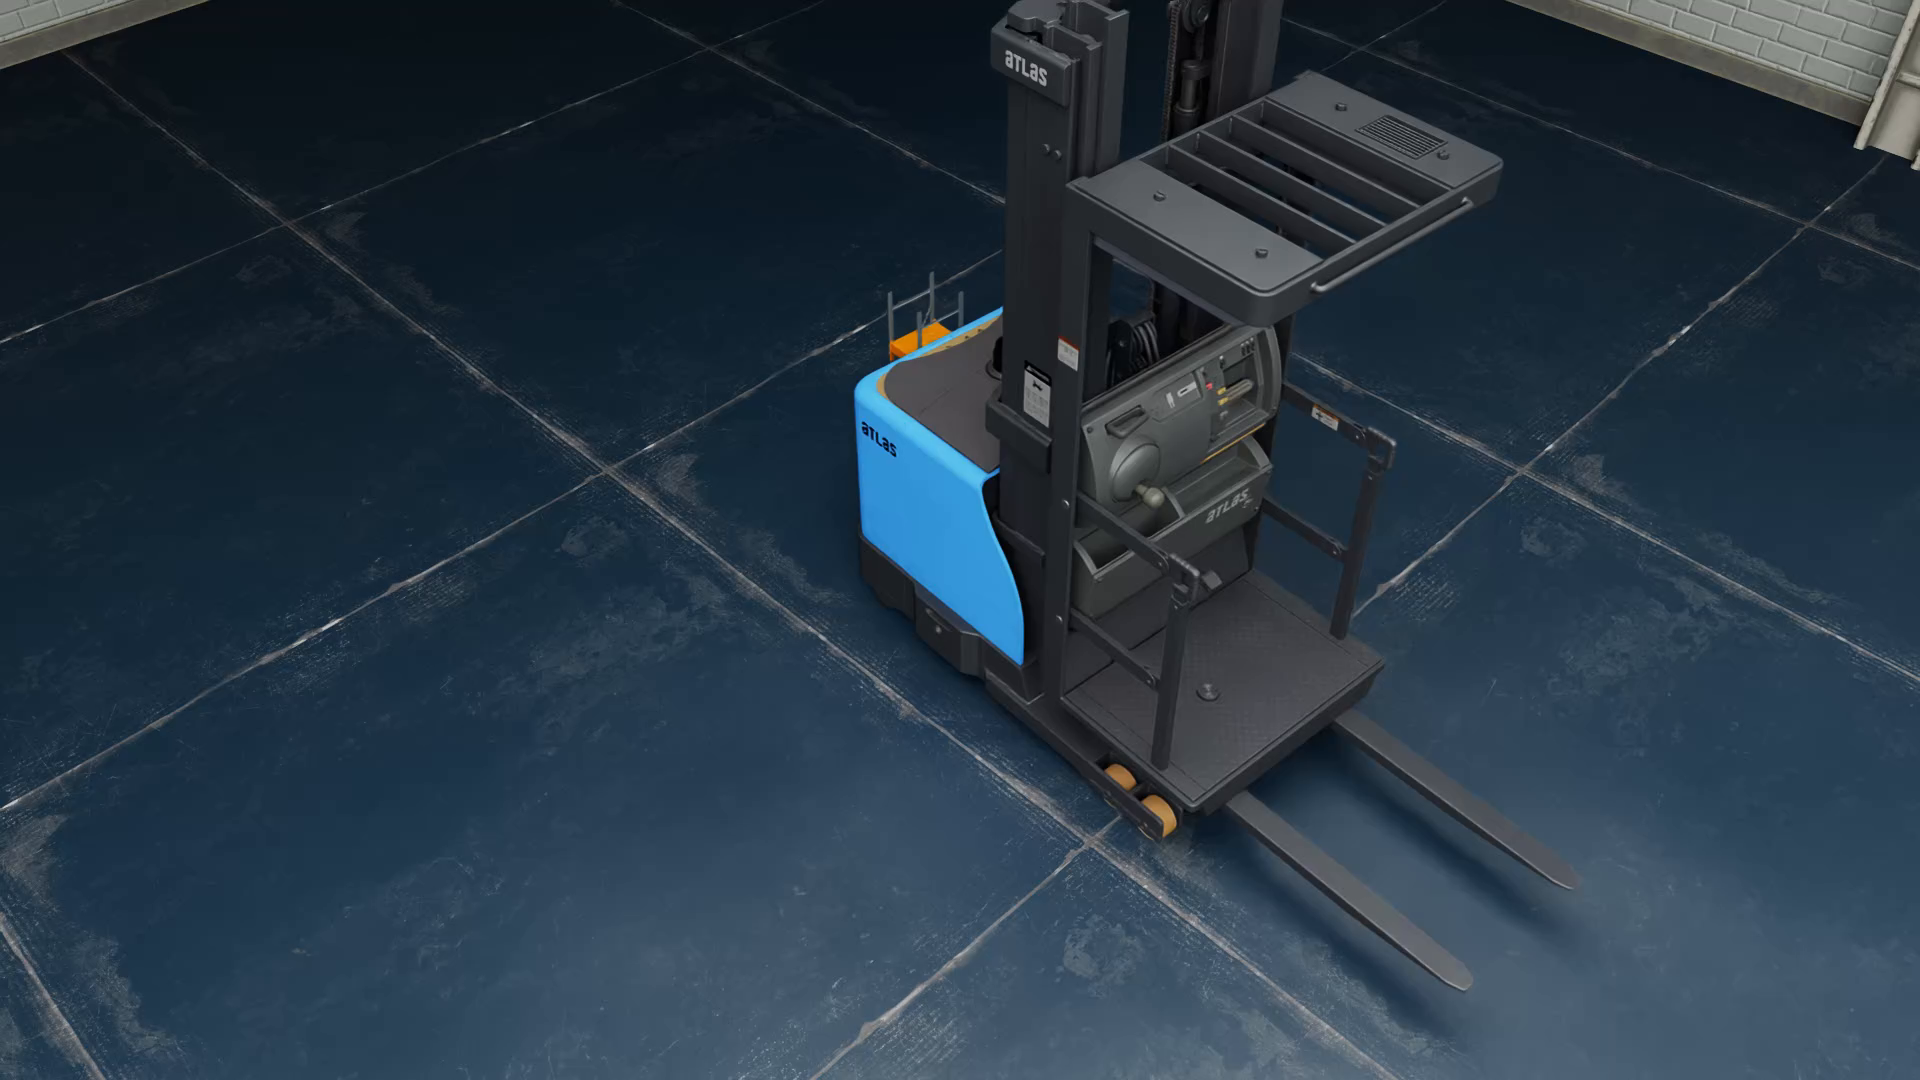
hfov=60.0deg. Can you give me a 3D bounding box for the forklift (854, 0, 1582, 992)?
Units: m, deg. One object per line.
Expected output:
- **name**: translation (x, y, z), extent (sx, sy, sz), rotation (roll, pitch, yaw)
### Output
- **forklift**: translation (0.914, -0.359, 5.597), extent (1.130, 2.935, 3.031), rotation (-30, 51, -29)

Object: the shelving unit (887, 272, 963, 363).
- **shelving unit**: translation (-0.139, -0.554, 7.083), extent (0.258, 1.200, 0.189), rotation (-30, 51, -29)

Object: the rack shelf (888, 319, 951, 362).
- **rack shelf**: translation (-0.139, -0.786, 6.869), extent (0.258, 0.103, 0.180), rotation (-30, 51, -29)

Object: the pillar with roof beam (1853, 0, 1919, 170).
- **pillar with roof beam**: translation (2.516, -3.563, 4.593), extent (9.100, 9.000, 0.400), rotation (-34, 53, -31)

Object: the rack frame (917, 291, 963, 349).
- **rack frame**: translation (-0.079, -0.507, 7.032), extent (0.240, 1.200, 0.006), rotation (-30, 51, -29)

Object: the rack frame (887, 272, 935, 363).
- **rack frame**: translation (-0.199, -0.601, 7.134), extent (0.240, 1.200, 0.006), rotation (-30, 51, -29)
